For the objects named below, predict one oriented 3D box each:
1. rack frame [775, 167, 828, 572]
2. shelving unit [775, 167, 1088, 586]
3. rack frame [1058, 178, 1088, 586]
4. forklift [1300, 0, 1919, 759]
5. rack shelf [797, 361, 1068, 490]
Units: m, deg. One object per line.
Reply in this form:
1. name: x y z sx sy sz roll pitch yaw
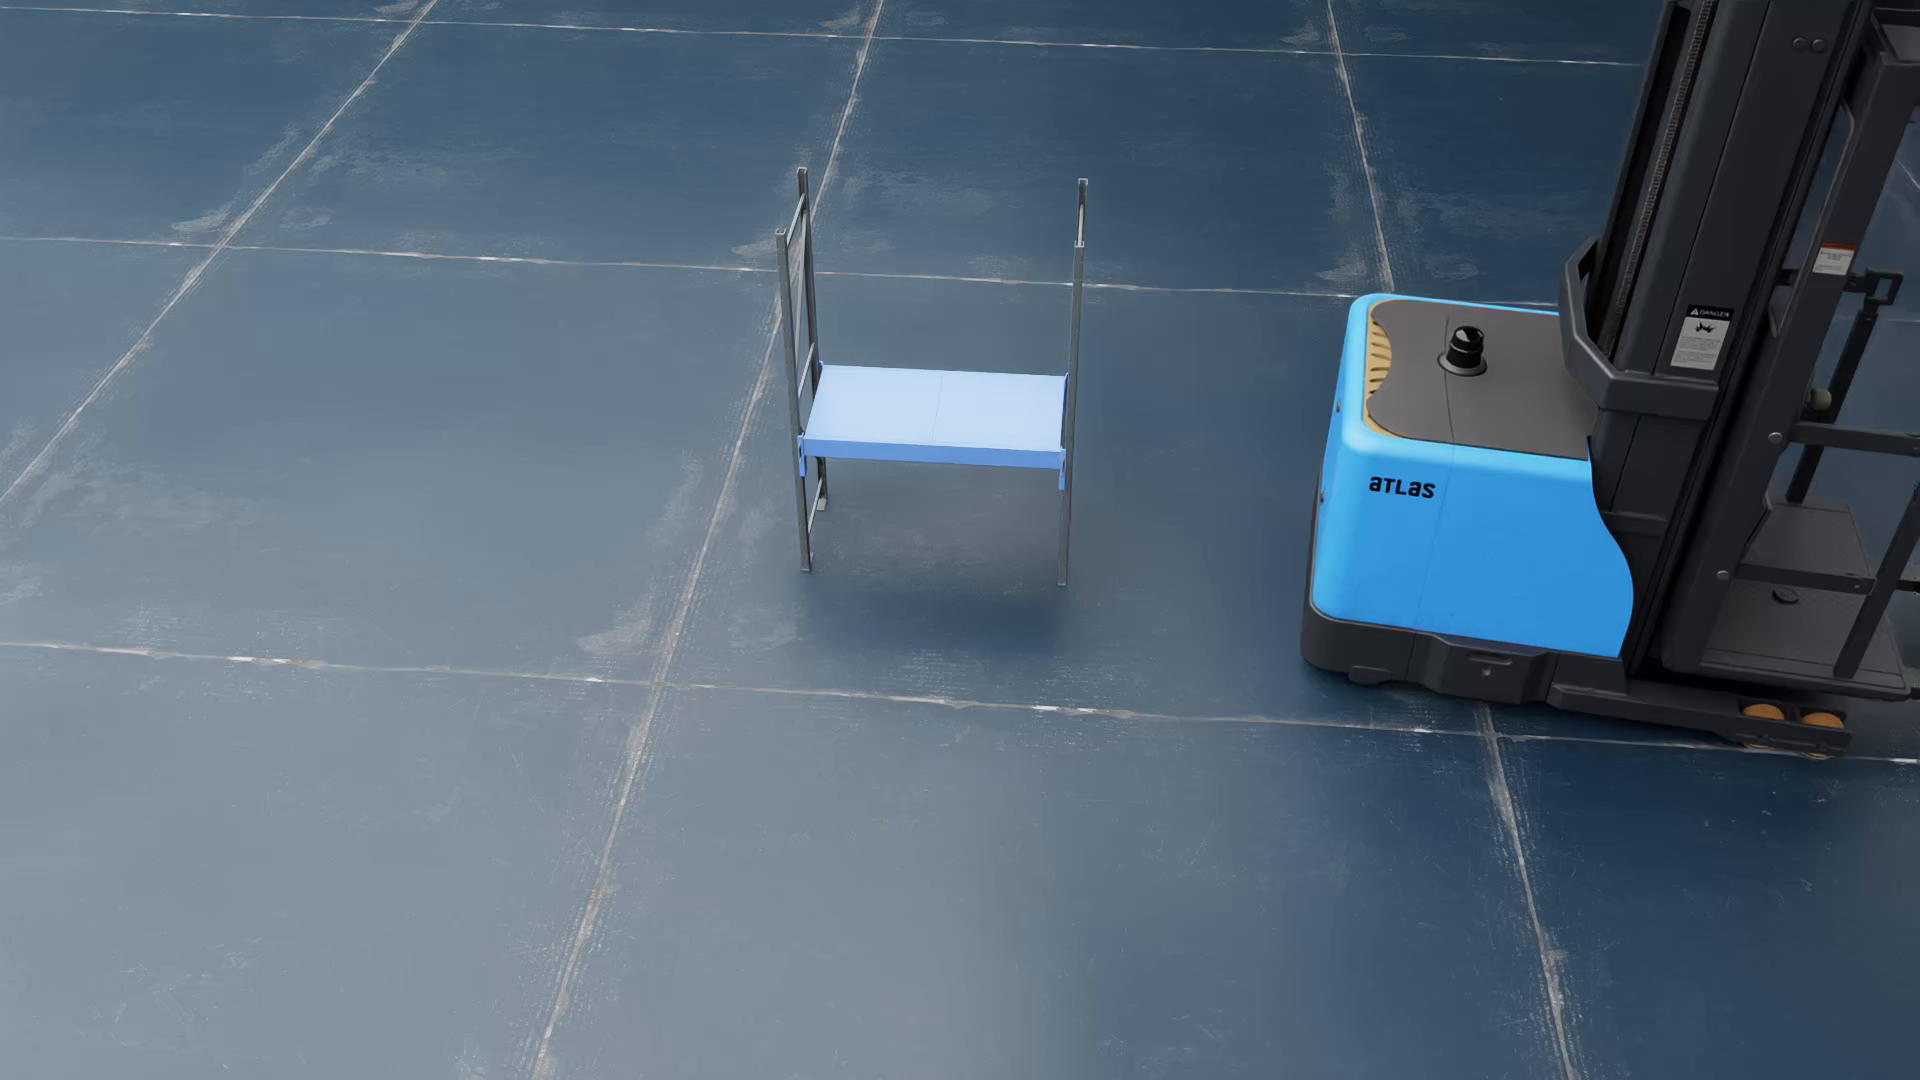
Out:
1. rack frame: -0.591 -0.614 6.316 0.032 1.500 0.500 3 39 4
2. shelving unit: -0.085 -0.586 6.282 1.048 1.500 0.538 3 39 4
3. rack frame: 0.421 -0.559 6.248 0.032 1.500 0.500 3 39 4
4. forklift: 2.829 -0.741 5.339 3.031 2.935 1.130 8 40 10
5. rack shelf: -0.085 -0.447 6.396 1.000 0.185 0.538 3 39 4
